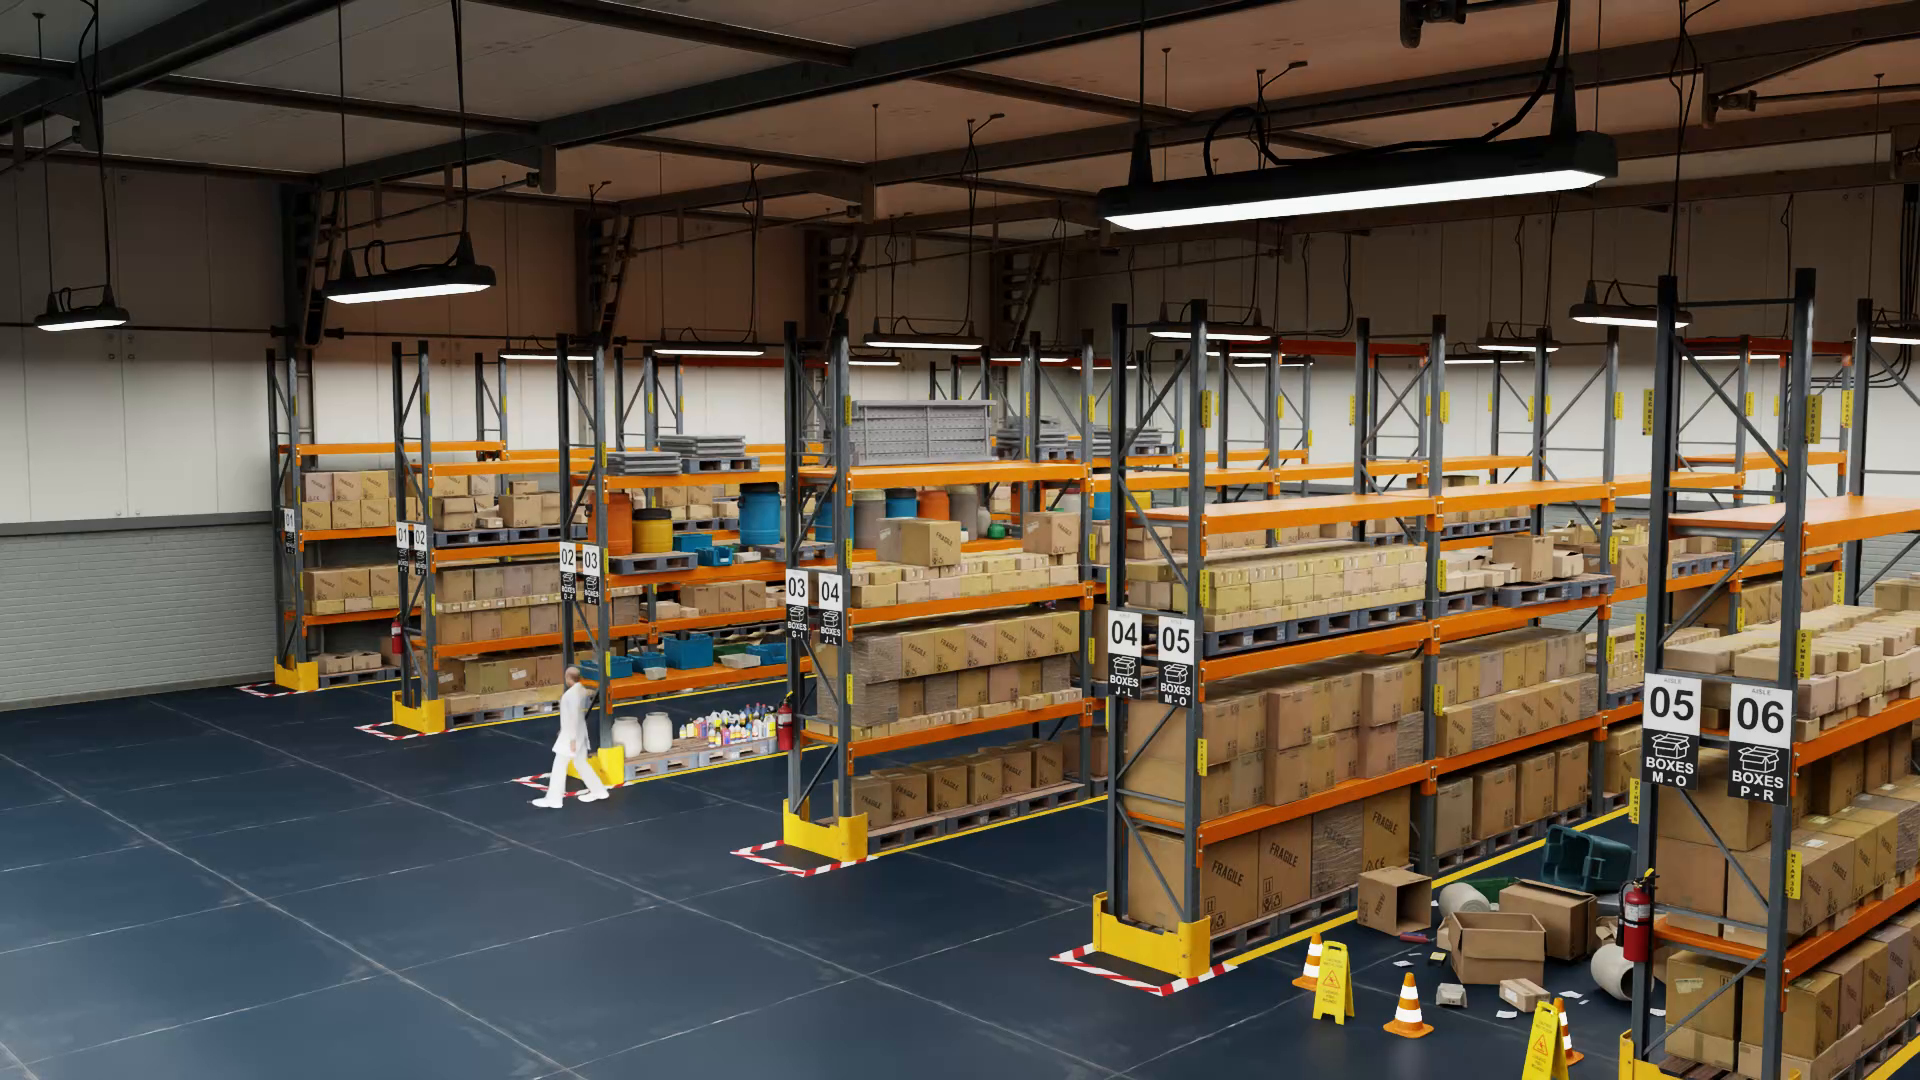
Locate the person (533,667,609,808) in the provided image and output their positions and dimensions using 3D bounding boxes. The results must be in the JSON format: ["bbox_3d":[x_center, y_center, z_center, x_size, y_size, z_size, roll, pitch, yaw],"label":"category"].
[{"bbox_3d":[-4.923,2.473,21.034,0.886,1.743,0.612,0,5,-1],"label":"person"}]
